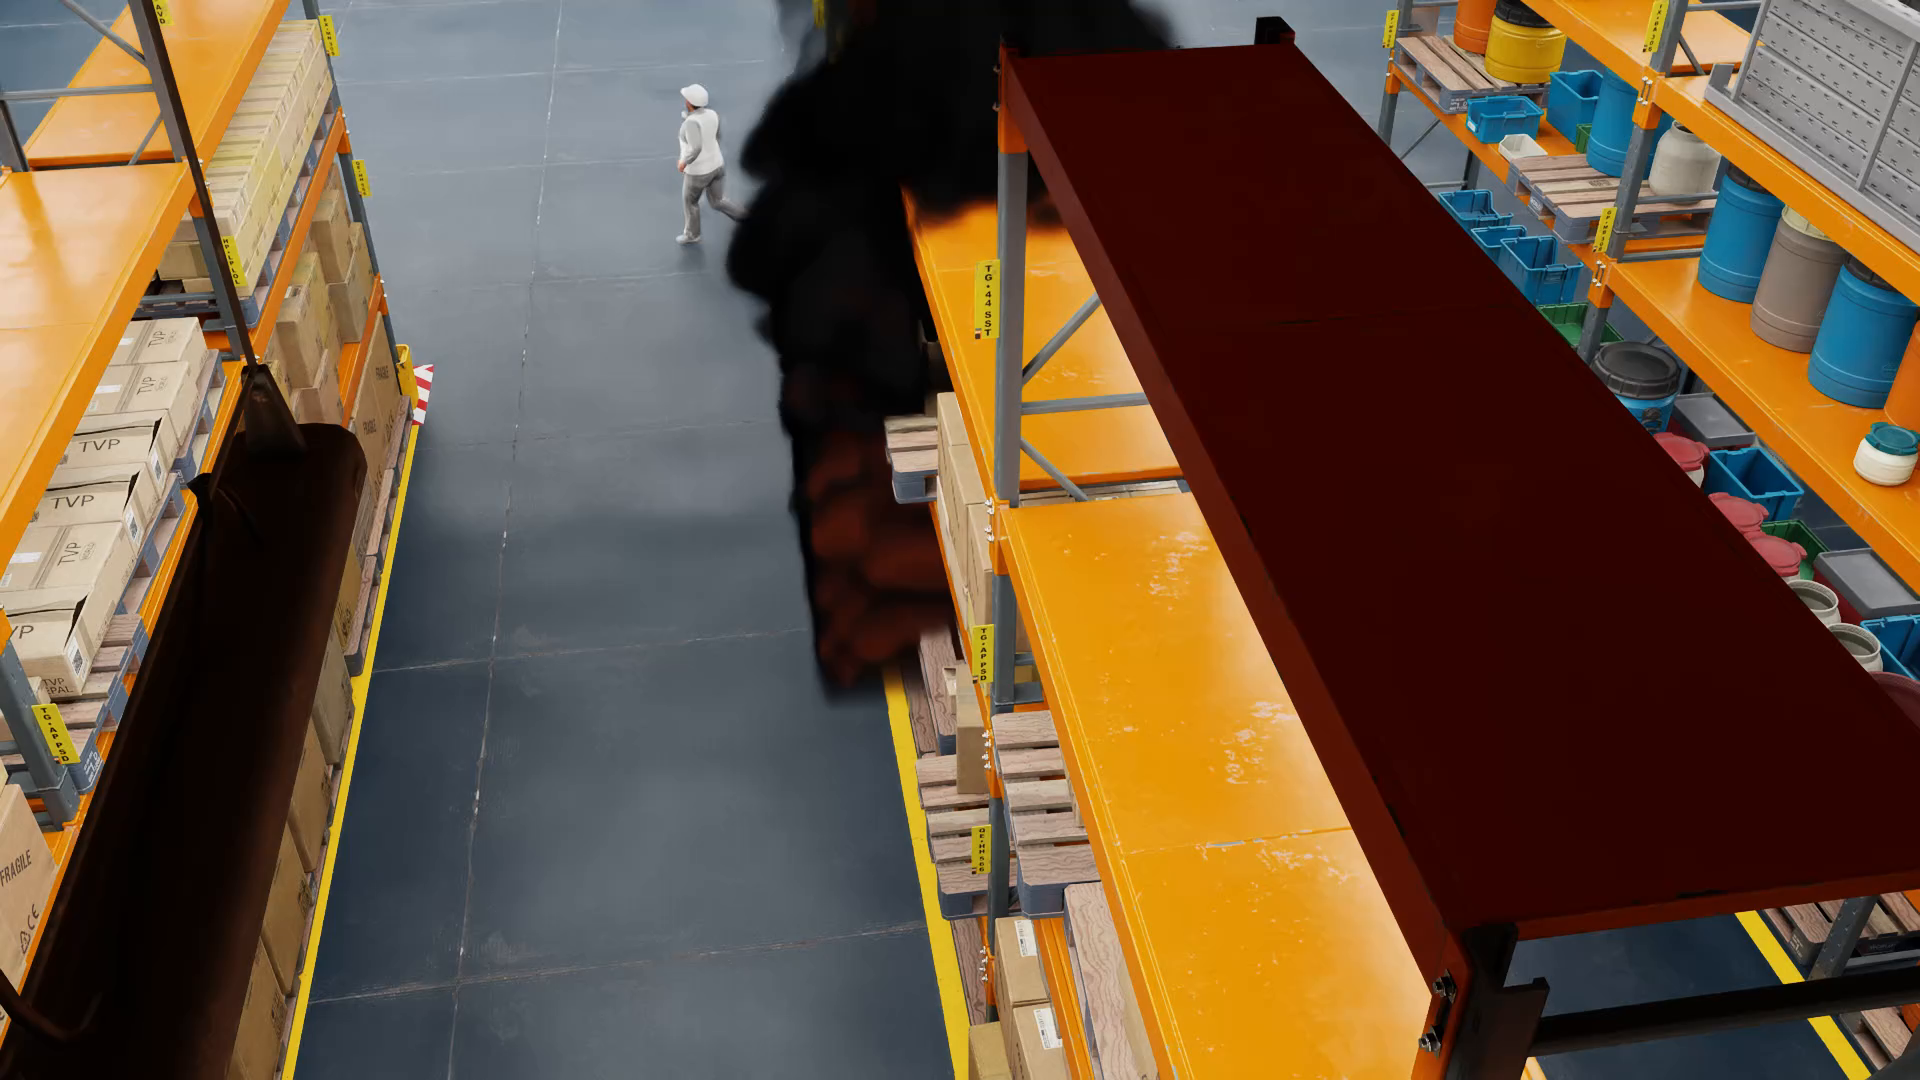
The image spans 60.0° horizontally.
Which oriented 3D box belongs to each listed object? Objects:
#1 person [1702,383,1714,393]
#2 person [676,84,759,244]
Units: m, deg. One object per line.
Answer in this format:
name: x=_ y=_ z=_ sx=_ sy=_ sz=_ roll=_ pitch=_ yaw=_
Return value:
person: x=6.379 y=-1.416 z=13.950 sx=0.631 sy=1.798 sz=0.768 roll=-11 pitch=38 yaw=-15
person: x=-2.612 y=-3.822 z=17.170 sx=0.952 sy=1.780 sz=0.669 roll=18 pitch=40 yaw=23
